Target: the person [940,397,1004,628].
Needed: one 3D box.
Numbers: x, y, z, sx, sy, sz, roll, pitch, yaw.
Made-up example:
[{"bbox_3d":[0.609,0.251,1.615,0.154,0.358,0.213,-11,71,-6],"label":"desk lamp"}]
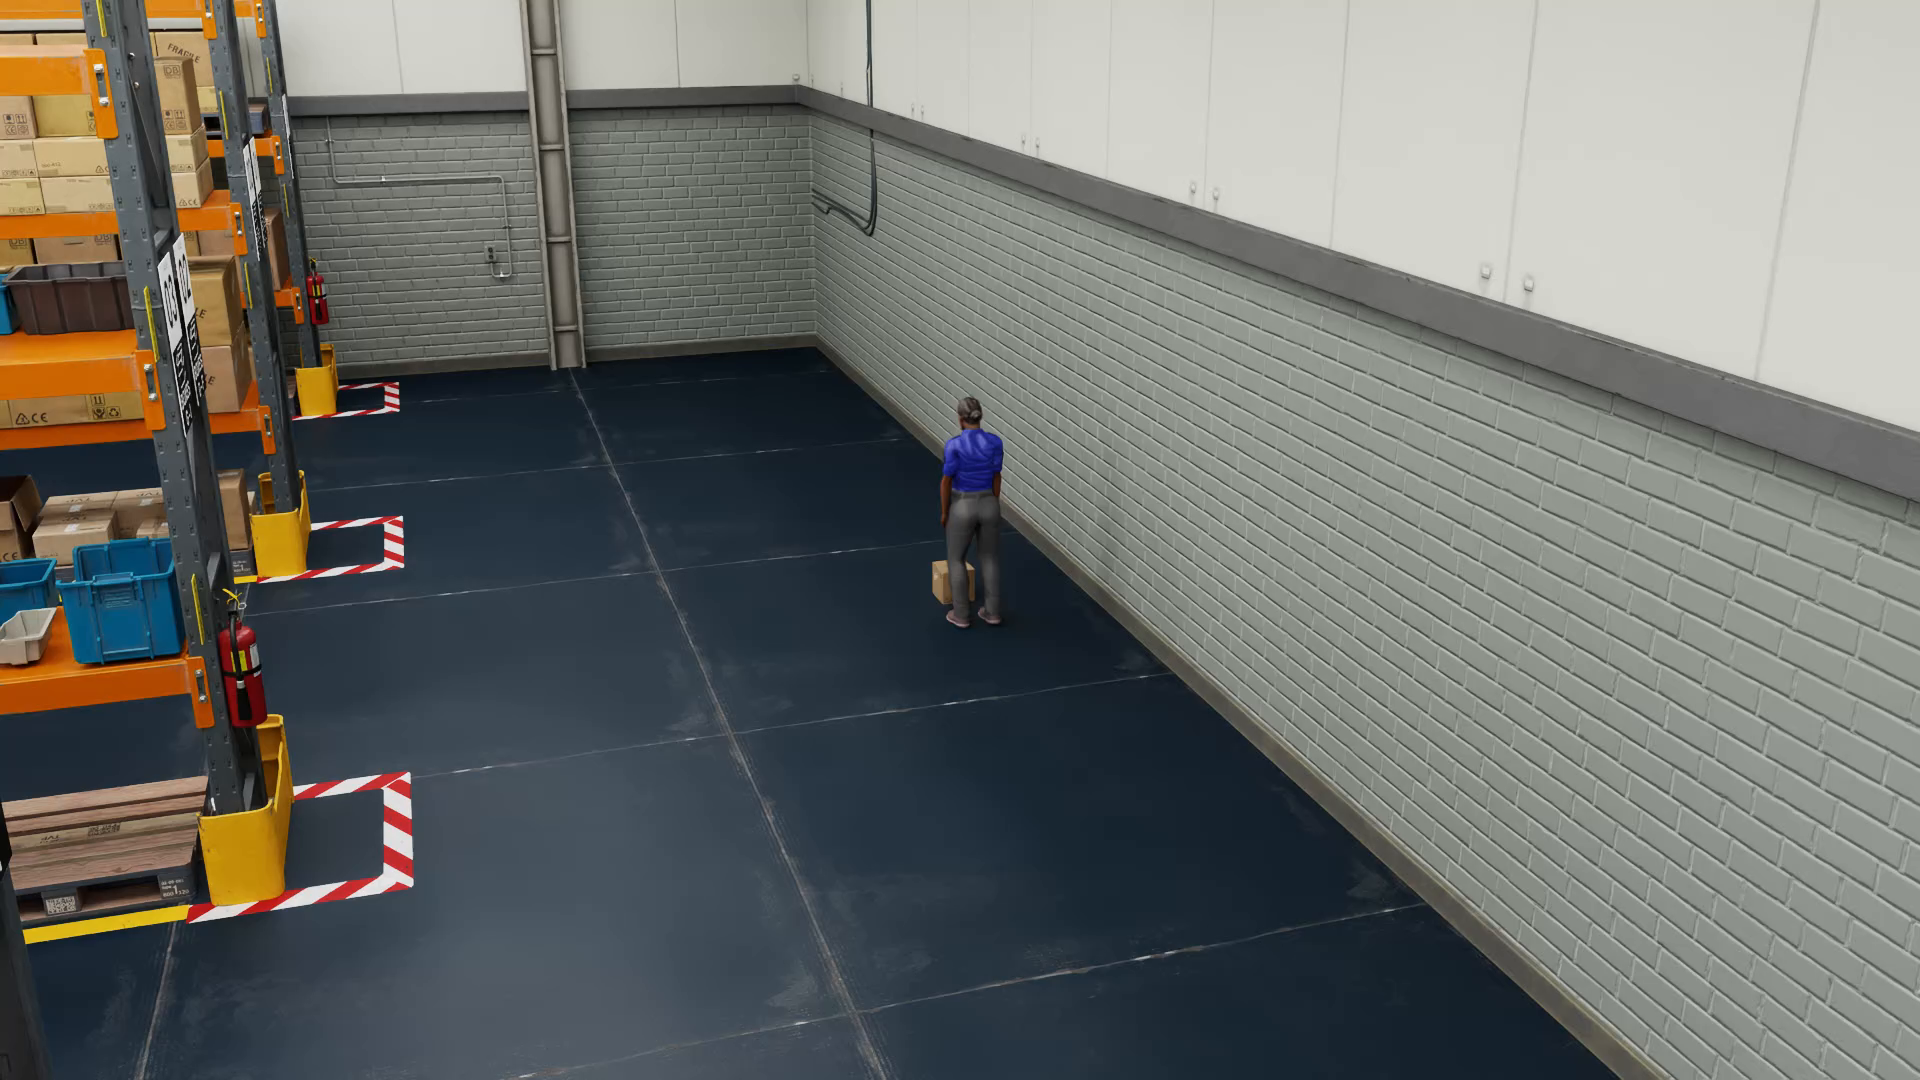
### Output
[{"bbox_3d":[0.077,-0.184,11.641,0.443,1.646,0.315,-6,20,-16],"label":"person"}]
